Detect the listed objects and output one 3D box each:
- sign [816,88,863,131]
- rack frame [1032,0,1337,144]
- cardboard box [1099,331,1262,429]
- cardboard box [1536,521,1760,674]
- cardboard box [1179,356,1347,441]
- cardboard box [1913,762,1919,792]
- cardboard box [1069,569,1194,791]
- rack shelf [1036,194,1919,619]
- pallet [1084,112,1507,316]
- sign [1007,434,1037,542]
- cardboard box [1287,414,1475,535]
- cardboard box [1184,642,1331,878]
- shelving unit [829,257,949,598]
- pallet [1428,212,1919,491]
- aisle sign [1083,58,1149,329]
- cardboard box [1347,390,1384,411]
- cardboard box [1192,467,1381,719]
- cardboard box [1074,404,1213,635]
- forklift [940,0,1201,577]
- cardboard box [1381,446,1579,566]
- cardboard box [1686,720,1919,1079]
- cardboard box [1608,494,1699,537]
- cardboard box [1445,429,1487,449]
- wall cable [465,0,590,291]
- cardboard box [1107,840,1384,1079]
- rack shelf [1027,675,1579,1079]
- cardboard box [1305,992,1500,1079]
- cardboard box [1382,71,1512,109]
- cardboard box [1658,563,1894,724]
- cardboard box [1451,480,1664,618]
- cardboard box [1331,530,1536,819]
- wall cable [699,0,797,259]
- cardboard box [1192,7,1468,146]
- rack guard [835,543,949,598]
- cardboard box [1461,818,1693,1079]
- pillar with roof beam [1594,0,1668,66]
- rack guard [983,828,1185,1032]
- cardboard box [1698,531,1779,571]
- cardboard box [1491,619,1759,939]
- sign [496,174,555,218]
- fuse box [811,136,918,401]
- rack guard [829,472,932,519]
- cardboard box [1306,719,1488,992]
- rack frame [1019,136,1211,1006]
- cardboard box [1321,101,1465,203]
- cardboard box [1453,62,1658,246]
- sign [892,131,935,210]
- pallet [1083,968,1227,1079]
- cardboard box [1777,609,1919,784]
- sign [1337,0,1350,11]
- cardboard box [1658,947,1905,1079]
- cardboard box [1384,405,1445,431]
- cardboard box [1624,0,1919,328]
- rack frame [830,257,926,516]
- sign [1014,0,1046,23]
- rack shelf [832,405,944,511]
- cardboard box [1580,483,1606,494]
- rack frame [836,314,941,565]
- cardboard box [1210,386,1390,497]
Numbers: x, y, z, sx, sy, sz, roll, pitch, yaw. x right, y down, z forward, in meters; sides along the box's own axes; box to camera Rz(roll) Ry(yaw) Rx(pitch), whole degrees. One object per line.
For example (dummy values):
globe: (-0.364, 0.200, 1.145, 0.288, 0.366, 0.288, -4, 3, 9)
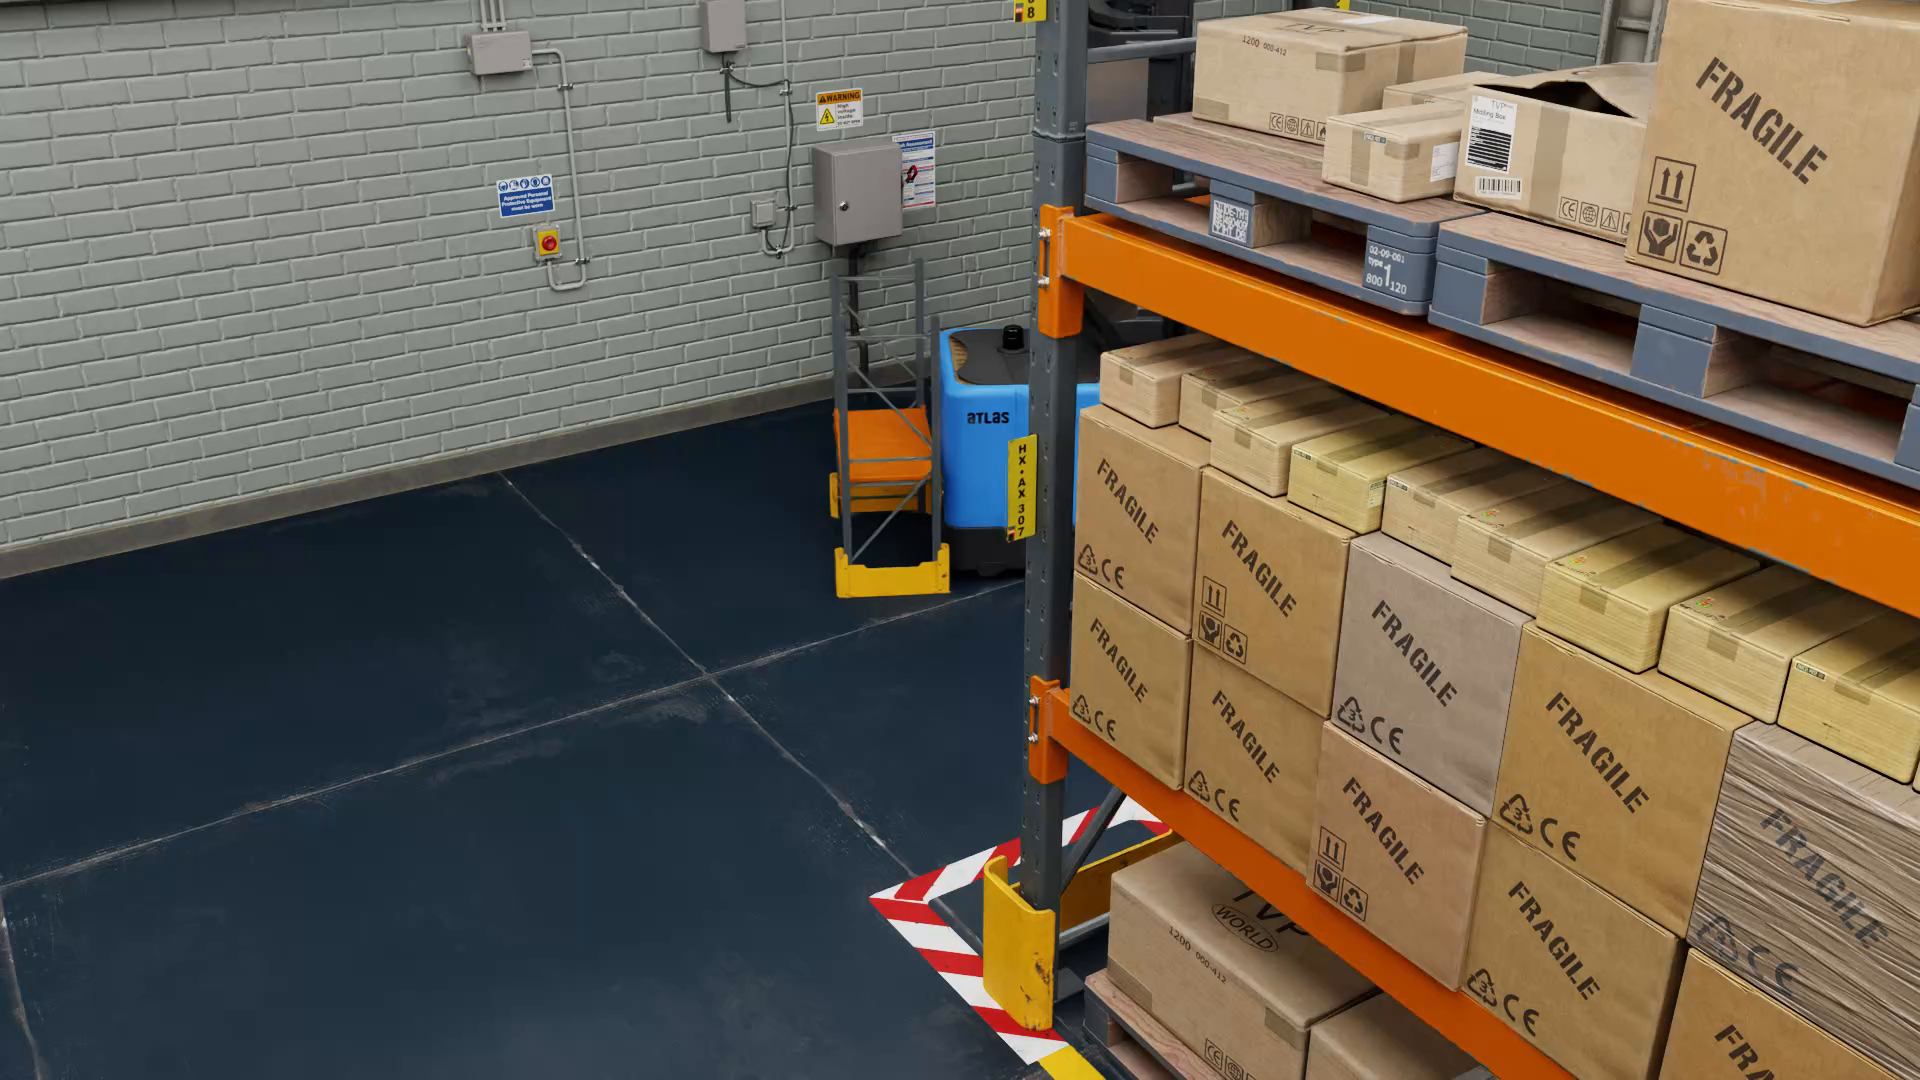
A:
sign: (-0.765, -2.736, 10.565, 0.339, 0.242, 0.001, -16, 29, -30)
rack frame: (0.653, -2.566, 4.144, 1.000, 3.000, 0.127, -16, 29, -30)
cardboard box: (0.615, -0.452, 4.646, 0.380, 0.149, 0.250, -15, 29, -29)
cardboard box: (1.426, 0.112, 3.450, 0.380, 0.149, 0.250, -16, 30, -31)
cardboard box: (0.817, -0.375, 4.482, 0.380, 0.149, 0.250, -15, 29, -28)
cardboard box: (1.901, 0.372, 2.899, 0.380, 0.149, 0.250, -16, 30, -30)
cardboard box: (0.674, 0.340, 4.898, 0.500, 0.500, 0.500, -16, 30, -30)
rack shelf: (1.745, -0.169, 3.423, 1.077, 0.370, 4.000, -16, 29, -30)
pallet: (1.067, -0.906, 4.246, 1.003, 0.211, 1.213, -16, 29, -30)
sign: (0.185, -0.153, 4.954, 0.100, 0.325, 0.005, -16, 29, -30)
cardboard box: (1.022, -0.165, 4.038, 0.380, 0.149, 0.250, -17, 30, -31)
cardboard box: (0.974, 0.515, 4.529, 0.500, 0.500, 0.500, -16, 30, -30)
shelving unit: (-0.399, -0.618, 8.803, 0.587, 1.500, 1.083, -2, 25, -5)
pallet: (1.737, -0.470, 3.321, 1.003, 0.211, 1.213, -16, 29, -30)
aisle sign: (0.371, -0.987, 4.781, 0.394, 0.787, 0.004, -16, 29, -30)
cardboard box: (1.175, -0.477, 4.698, 0.380, 0.149, 0.250, -15, 29, -29)
cardboard box: (0.964, 0.071, 4.298, 0.500, 0.500, 0.500, -16, 30, -31)
cardboard box: (0.676, -0.112, 4.686, 0.500, 0.500, 0.500, -16, 30, -31)
forklift: (1.395, -1.362, 8.702, 3.031, 2.935, 1.130, -2, 25, -3)
cardboard box: (1.210, -0.084, 3.865, 0.380, 0.149, 0.250, -15, 29, -29)
cardboard box: (1.792, 0.613, 3.150, 0.500, 0.500, 0.500, -15, 29, -29)
cardboard box: (1.759, -0.118, 3.939, 0.380, 0.149, 0.250, -15, 29, -28)
cardboard box: (1.490, -0.304, 4.333, 0.380, 0.149, 0.250, -15, 29, -28)
wall cable: (-2.445, -2.338, 9.462, 0.585, 1.953, 0.123, -16, 29, -30)
cardboard box: (1.097, 1.329, 5.431, 0.875, 0.438, 0.875, -17, 30, -31)
rack shelf: (1.745, 1.188, 4.063, 1.077, 0.370, 4.000, -16, 29, -30)
cardboard box: (1.603, 1.654, 4.742, 0.875, 0.438, 0.875, -15, 29, -28)
cardboard box: (1.270, -1.060, 4.152, 0.380, 0.149, 0.250, -18, 31, -33)
cardboard box: (1.610, 0.195, 3.276, 0.380, 0.149, 0.250, -16, 29, -30)
cardboard box: (1.310, 0.015, 3.656, 0.380, 0.149, 0.250, -15, 29, -29)
cardboard box: (1.252, 0.253, 3.912, 0.500, 0.500, 0.500, -16, 30, -30)
wall cable: (-1.263, -2.658, 10.178, 0.588, 1.984, 0.122, -16, 29, -30)
cardboard box: (0.974, -1.237, 4.409, 0.500, 0.250, 0.500, -19, 31, -34)
rack guard: (-0.350, 0.159, 8.621, 0.587, 0.250, 0.087, -2, 25, -5)
cardboard box: (1.524, 0.876, 3.763, 0.500, 0.500, 0.500, -14, 29, -28)
pillar with roof beam: (0.486, -3.895, 6.960, 9.100, 9.000, 0.400, -16, 29, -30)
rack guard: (0.640, 1.269, 5.977, 1.175, 0.500, 0.348, -16, 29, -30)
cardboard box: (1.887, -0.020, 3.731, 0.380, 0.149, 0.250, -14, 29, -28)
cardboard box: (1.525, 0.431, 3.534, 0.500, 0.500, 0.500, -15, 29, -29)
sign: (-2.519, -1.997, 9.650, 0.327, 0.218, 0.001, -16, 29, -30)
fuse box: (-0.605, -1.719, 10.887, 0.539, 1.711, 0.414, -16, 29, -30)
rack guard: (-0.449, -0.265, 9.518, 0.587, 0.250, 0.087, -2, 25, -5)
cardboard box: (1.236, 0.701, 4.134, 0.500, 0.500, 0.500, -16, 29, -30)
rack frame: (0.653, 0.147, 5.425, 1.000, 3.000, 0.127, -16, 29, -30)
cardboard box: (1.054, -0.888, 3.789, 0.380, 0.149, 0.250, -14, 29, -28)
cardboard box: (1.428, -0.857, 3.534, 0.500, 0.311, 0.500, -15, 29, -29)
sign: (-0.305, -2.448, 11.033, 0.329, 0.494, 0.001, -16, 29, -30)
pallet: (1.155, 1.676, 5.453, 1.003, 0.211, 1.213, -16, 29, -30)
cardboard box: (1.757, 0.279, 3.097, 0.380, 0.149, 0.250, -16, 30, -31)
sign: (1.115, -1.695, 4.870, 0.100, 0.325, 0.005, -16, 29, -30)
cardboard box: (1.797, 1.067, 3.359, 0.500, 0.500, 0.500, -16, 30, -30)
cardboard box: (1.387, -0.404, 4.544, 0.380, 0.149, 0.250, -16, 30, -30)
cardboard box: (1.628, -0.734, 3.051, 0.500, 0.500, 0.500, -15, 29, -29)
rack frame: (-0.449, -0.830, 9.252, 0.500, 1.500, 0.032, -2, 25, -5)
sign: (0.185, -1.513, 4.312, 0.100, 0.325, 0.005, -16, 29, -30)
rack shelf: (-0.398, -0.452, 8.871, 0.538, 0.185, 1.000, -2, 25, -5)
cardboard box: (1.573, -0.194, 4.100, 0.380, 0.149, 0.250, -16, 30, -30)
rack frame: (-0.348, -0.398, 8.337, 0.500, 1.500, 0.032, -2, 25, -5)
cardboard box: (0.863, -0.255, 4.229, 0.380, 0.149, 0.250, -15, 29, -28)
